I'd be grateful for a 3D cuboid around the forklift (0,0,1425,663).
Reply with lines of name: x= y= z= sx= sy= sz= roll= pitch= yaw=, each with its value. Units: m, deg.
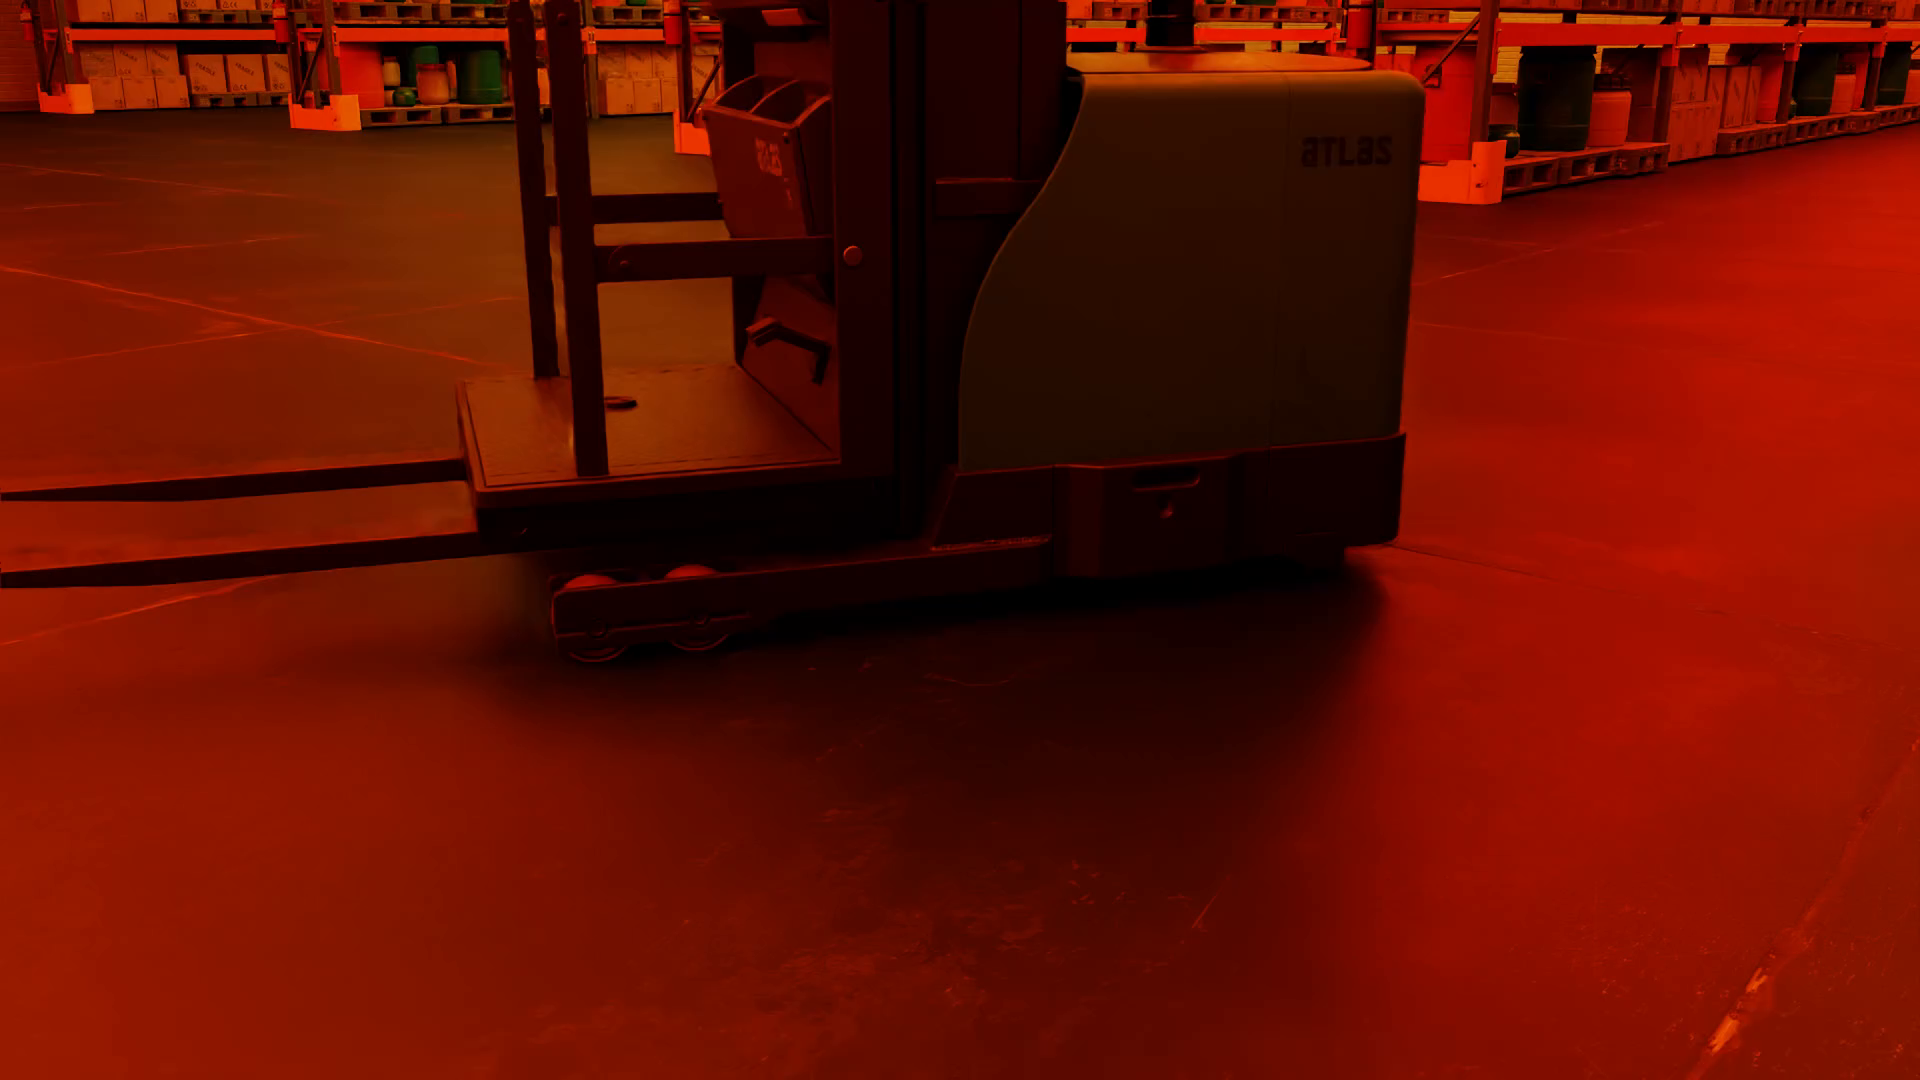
forklift: x=-0.589 y=-1.340 z=3.310 sx=3.031 sy=2.935 sz=1.130 roll=-5 pitch=18 yaw=-17
